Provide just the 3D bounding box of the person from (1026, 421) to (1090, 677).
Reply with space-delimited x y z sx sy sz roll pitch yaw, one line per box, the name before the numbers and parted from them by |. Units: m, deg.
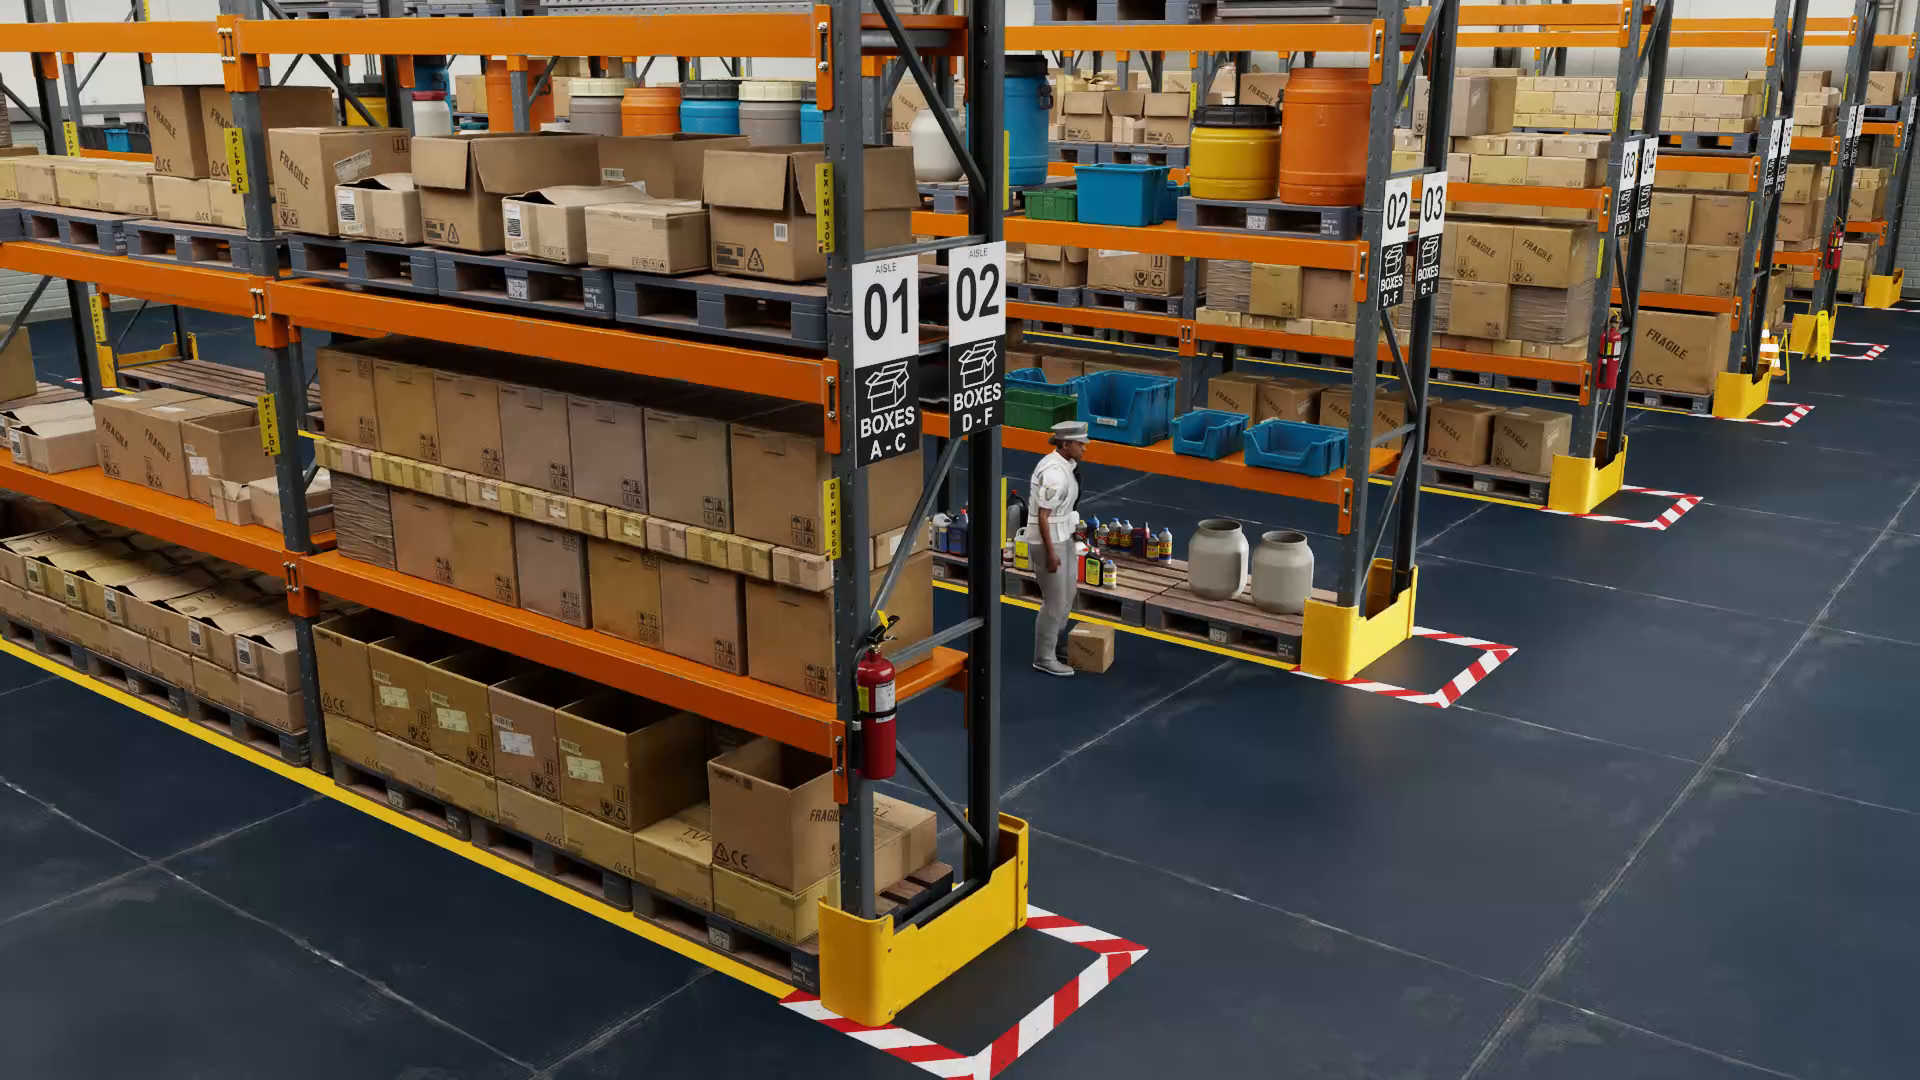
person | 0.641 0.031 10.942 0.396 1.657 0.505 5 18 18
